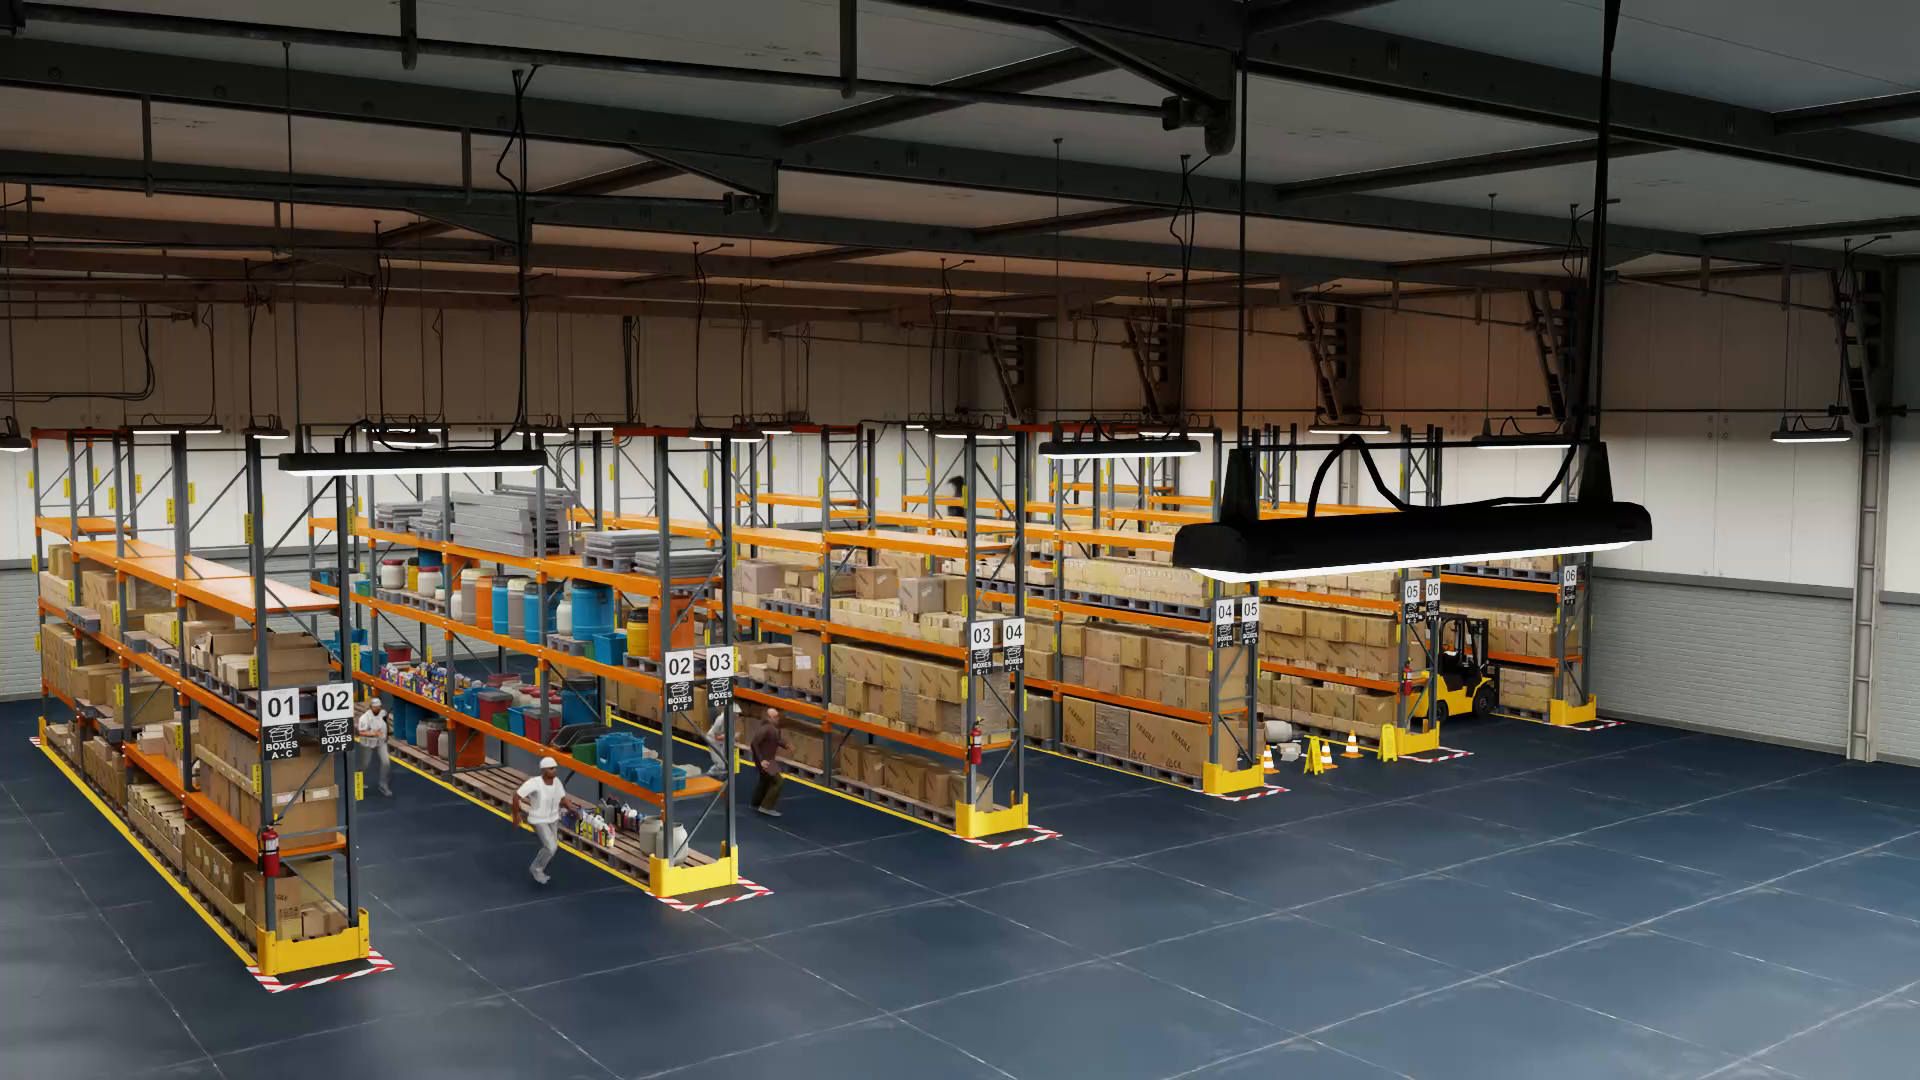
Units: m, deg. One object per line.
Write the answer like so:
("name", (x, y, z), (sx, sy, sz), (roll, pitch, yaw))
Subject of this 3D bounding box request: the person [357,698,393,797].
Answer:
("person", (-9.652, 3.382, 27.341), (0.601, 1.641, 0.934), (-4, 6, -42))

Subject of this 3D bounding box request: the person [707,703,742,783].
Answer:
("person", (-3.927, 3.397, 27.749), (0.975, 1.483, 0.666), (4, 6, 39))

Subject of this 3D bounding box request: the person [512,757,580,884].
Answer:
("person", (-5.499, 3.734, 22.108), (0.737, 1.704, 0.707), (3, 5, 33))

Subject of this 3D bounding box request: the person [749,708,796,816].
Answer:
("person", (-2.965, 3.460, 26.015), (0.801, 1.715, 0.730), (0, 4, 5))
